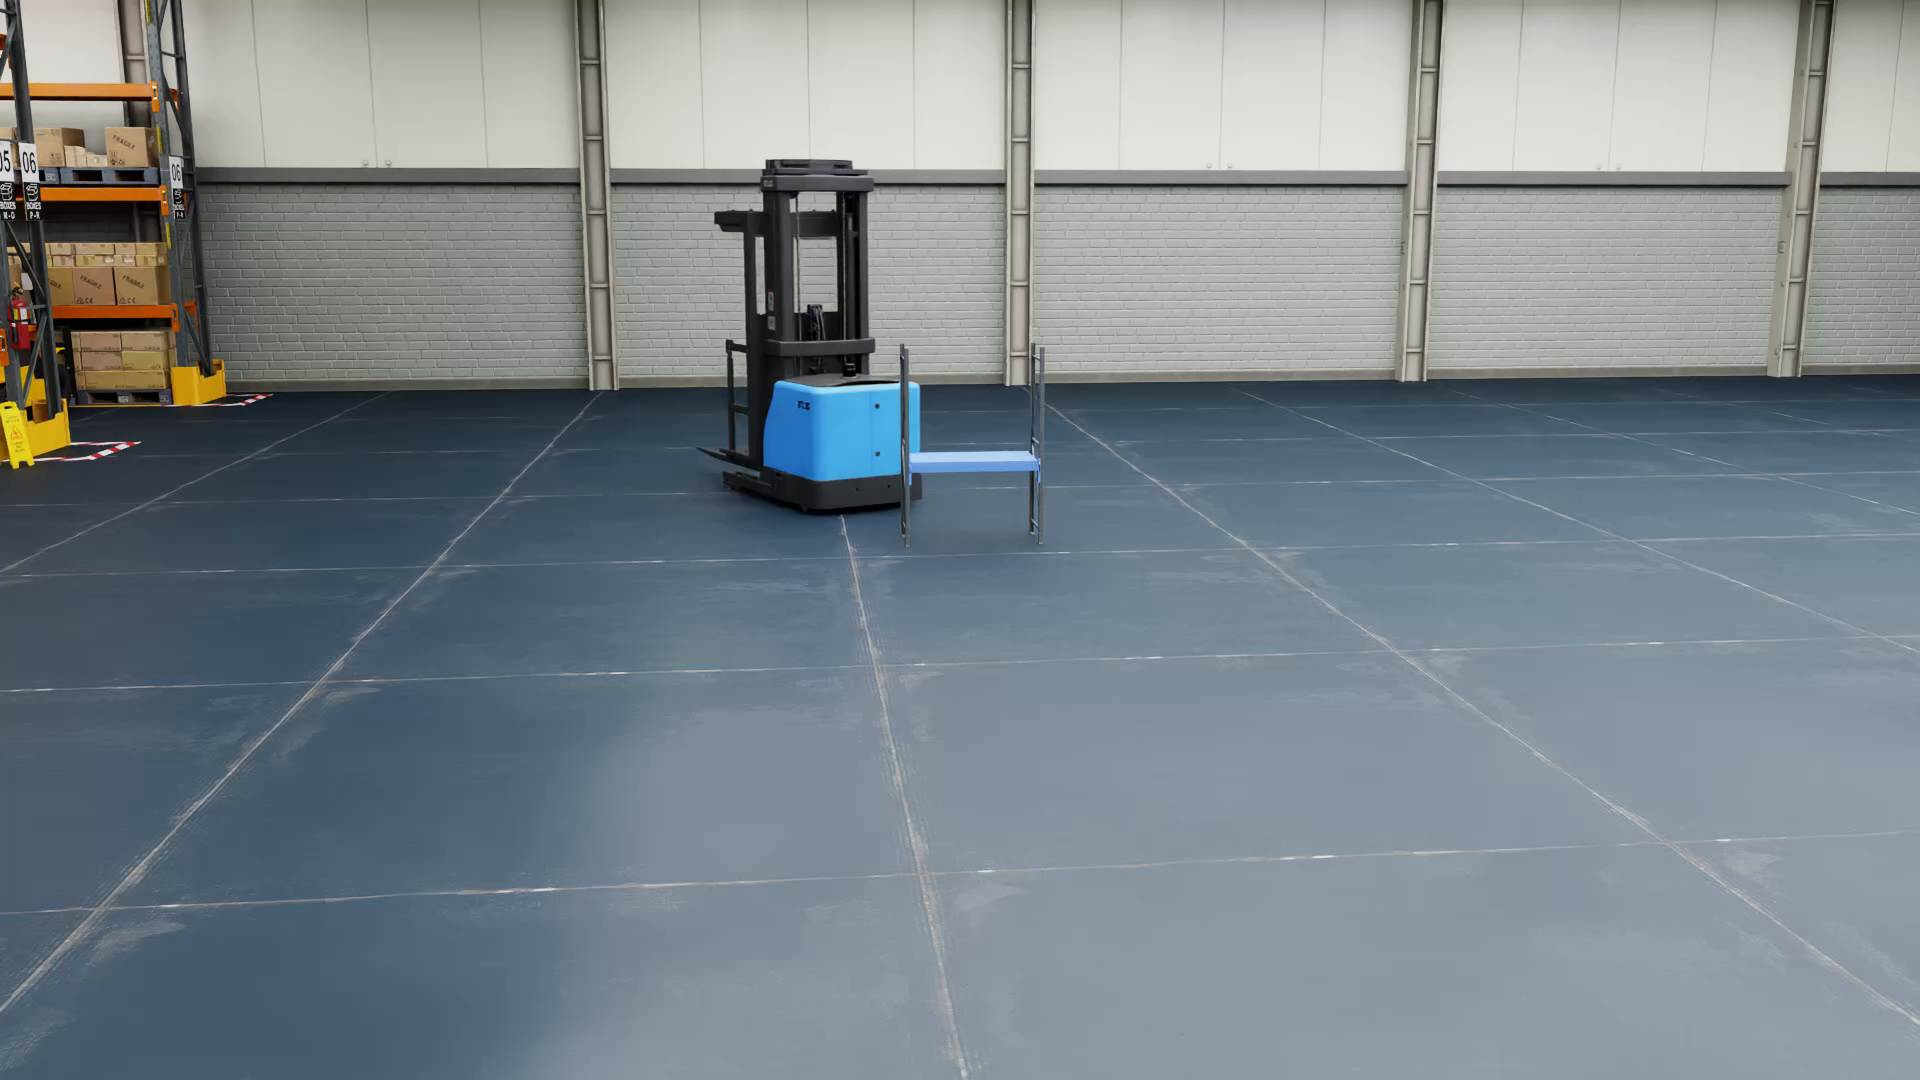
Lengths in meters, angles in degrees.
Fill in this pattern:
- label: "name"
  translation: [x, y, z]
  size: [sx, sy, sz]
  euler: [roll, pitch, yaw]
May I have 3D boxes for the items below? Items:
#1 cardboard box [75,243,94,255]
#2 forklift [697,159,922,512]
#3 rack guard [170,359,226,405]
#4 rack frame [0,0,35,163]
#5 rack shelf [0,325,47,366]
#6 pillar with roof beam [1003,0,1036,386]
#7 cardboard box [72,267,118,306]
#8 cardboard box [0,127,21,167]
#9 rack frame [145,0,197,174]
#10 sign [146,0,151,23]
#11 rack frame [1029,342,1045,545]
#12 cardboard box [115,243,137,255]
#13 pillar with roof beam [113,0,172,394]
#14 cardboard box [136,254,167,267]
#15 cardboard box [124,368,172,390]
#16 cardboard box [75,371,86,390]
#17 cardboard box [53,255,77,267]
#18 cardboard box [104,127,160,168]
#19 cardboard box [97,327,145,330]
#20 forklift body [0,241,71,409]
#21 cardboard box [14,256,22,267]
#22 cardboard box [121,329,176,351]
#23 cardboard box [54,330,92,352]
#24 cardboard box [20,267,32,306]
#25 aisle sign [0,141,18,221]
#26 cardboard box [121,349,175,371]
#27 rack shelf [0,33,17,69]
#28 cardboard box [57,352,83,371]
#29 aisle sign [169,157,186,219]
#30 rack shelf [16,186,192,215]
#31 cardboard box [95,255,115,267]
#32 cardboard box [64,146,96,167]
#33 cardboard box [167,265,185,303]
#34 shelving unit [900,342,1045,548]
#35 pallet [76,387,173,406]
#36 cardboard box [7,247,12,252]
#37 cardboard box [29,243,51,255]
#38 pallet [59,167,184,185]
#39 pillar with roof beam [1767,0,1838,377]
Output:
- label: "cardboard box"
  translation: [-11.375, -3.812, 21.773]
  size: [0.250, 0.149, 0.380]
  euler: [-1, 11, -6]
- label: "forklift"
  translation: [-1.518, -1.914, 15.007]
  size: [1.130, 2.935, 3.031]
  euler: [-7, 13, -30]
- label: "rack guard"
  translation: [-10.263, -2.134, 22.426]
  size: [0.348, 0.500, 1.175]
  euler: [-1, 11, -6]
- label: "rack frame"
  translation: [-9.747, -5.352, 16.762]
  size: [0.127, 3.000, 1.000]
  euler: [-1, 11, -6]
- label: "rack shelf"
  translation: [-11.736, -2.013, 17.198]
  size: [4.000, 0.370, 1.077]
  euler: [-1, 11, -6]
- label: "pillar with roof beam"
  translation: [1.318, -5.886, 19.481]
  size: [0.400, 9.000, 9.100]
  euler: [-1, 11, -6]
- label: "cardboard box"
  translation: [-11.265, -3.339, 21.818]
  size: [0.500, 0.500, 0.500]
  euler: [-1, 11, -4]
- label: "cardboard box"
  translation: [-12.316, -5.074, 21.512]
  size: [0.637, 0.503, 0.797]
  euler: [-1, 11, -4]
- label: "rack frame"
  translation: [-10.287, -6.303, 21.603]
  size: [0.127, 3.000, 1.000]
  euler: [-1, 11, -6]
- label: "sign"
  translation: [-10.243, -6.696, 20.975]
  size: [0.005, 0.325, 0.100]
  euler: [-1, 11, -6]
- label: "rack frame"
  translation: [0.590, -0.748, 12.786]
  size: [0.032, 1.500, 0.500]
  euler: [-1, 11, -6]
- label: "cardboard box"
  translation: [-10.862, -3.814, 21.781]
  size: [0.250, 0.149, 0.380]
  euler: [-1, 11, -6]
- label: "pillar with roof beam"
  translation: [-10.612, -5.636, 18.209]
  size: [0.400, 9.000, 9.100]
  euler: [-1, 11, -6]
- label: "cardboard box"
  translation: [-10.602, -3.666, 21.800]
  size: [0.250, 0.149, 0.380]
  euler: [-1, 11, -5]
- label: "cardboard box"
  translation: [-10.720, -2.146, 22.049]
  size: [0.500, 0.250, 0.500]
  euler: [-1, 11, -6]
- label: "cardboard box"
  translation: [-11.714, -2.129, 21.961]
  size: [0.500, 0.250, 0.500]
  euler: [-1, 11, -5]
- label: "cardboard box"
  translation: [-11.625, -3.644, 21.686]
  size: [0.250, 0.149, 0.380]
  euler: [-2, 11, -8]
- label: "cardboard box"
  translation: [-10.701, -5.080, 21.548]
  size: [0.500, 0.500, 0.500]
  euler: [-1, 11, -4]
- label: "cardboard box"
  translation: [-11.282, -2.722, 22.387]
  size: [0.500, 0.250, 0.500]
  euler: [-1, 11, -6]
- label: "forklift body"
  translation: [-11.975, -2.554, 20.283]
  size: [1.214, 2.155, 2.313]
  euler: [-1, 11, -6]
- label: "cardboard box"
  translation: [-12.132, -3.647, 21.701]
  size: [0.250, 0.149, 0.380]
  euler: [-1, 11, -6]
- label: "cardboard box"
  translation: [-10.711, -2.638, 21.957]
  size: [0.500, 0.250, 0.500]
  euler: [-1, 11, -4]
- label: "cardboard box"
  translation: [-11.719, -2.614, 21.834]
  size: [0.500, 0.250, 0.500]
  euler: [-1, 11, -5]
- label: "cardboard box"
  translation: [-12.273, -3.316, 21.699]
  size: [0.500, 0.500, 0.500]
  euler: [-1, 11, -6]
- label: "aisle sign"
  translation: [-9.654, -3.629, 16.813]
  size: [0.004, 0.787, 0.394]
  euler: [-1, 11, -6]
- label: "cardboard box"
  translation: [-10.737, -2.392, 22.002]
  size: [0.500, 0.250, 0.500]
  euler: [-1, 11, -7]
- label: "rack shelf"
  translation: [-11.736, -4.955, 16.619]
  size: [4.000, 0.370, 1.077]
  euler: [-1, 11, -6]
- label: "cardboard box"
  translation: [-11.748, -2.369, 21.884]
  size: [0.500, 0.250, 0.500]
  euler: [-1, 11, -7]
- label: "aisle sign"
  translation: [-10.190, -4.580, 21.652]
  size: [0.004, 0.787, 0.394]
  euler: [-1, 11, -6]
- label: "rack shelf"
  translation: [-12.275, -4.437, 21.750]
  size: [4.000, 0.370, 1.077]
  euler: [-1, 11, -6]
- label: "cardboard box"
  translation: [-11.117, -3.661, 21.776]
  size: [0.250, 0.149, 0.380]
  euler: [-1, 11, -5]
- label: "cardboard box"
  translation: [-11.330, -4.940, 21.444]
  size: [0.258, 0.266, 0.396]
  euler: [-1, 11, -6]
- label: "cardboard box"
  translation: [-10.810, -3.452, 22.391]
  size: [0.500, 0.500, 0.500]
  euler: [-1, 11, -4]
- label: "shelving unit"
  translation: [0.085, -0.738, 12.732]
  size: [1.048, 1.500, 0.538]
  euler: [-1, 11, -6]
- label: "pallet"
  translation: [-11.043, -1.968, 22.329]
  size: [1.213, 0.211, 1.003]
  euler: [-1, 11, -6]
- label: "cardboard box"
  translation: [-12.397, -3.790, 21.659]
  size: [0.250, 0.149, 0.380]
  euler: [-1, 11, -6]
- label: "cardboard box"
  translation: [-11.878, -3.779, 21.604]
  size: [0.250, 0.149, 0.380]
  euler: [-1, 11, -5]
- label: "pallet"
  translation: [-10.993, -4.778, 21.851]
  size: [1.213, 0.211, 1.003]
  euler: [-1, 11, -6]
- label: "pillar with roof beam"
  translation: [13.248, -6.136, 20.752]
  size: [0.400, 9.000, 9.100]
  euler: [-1, 11, -6]
